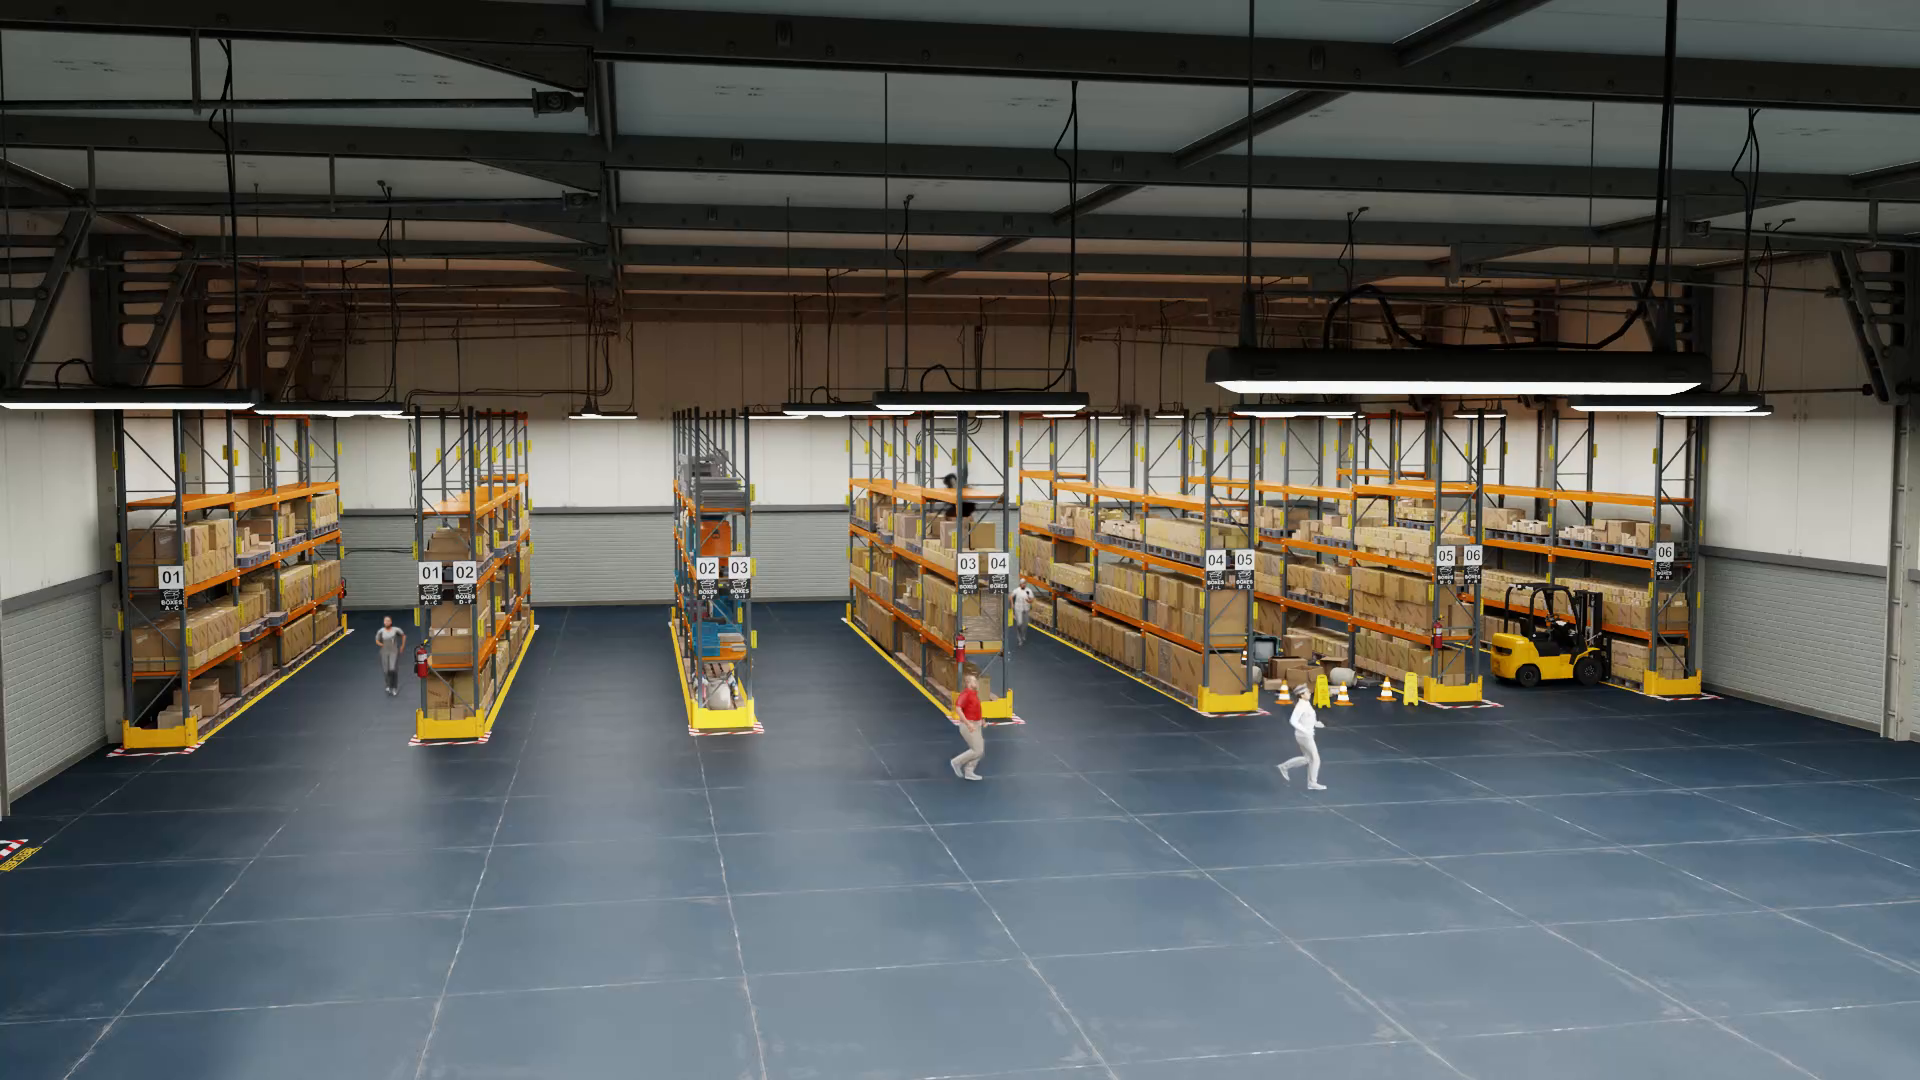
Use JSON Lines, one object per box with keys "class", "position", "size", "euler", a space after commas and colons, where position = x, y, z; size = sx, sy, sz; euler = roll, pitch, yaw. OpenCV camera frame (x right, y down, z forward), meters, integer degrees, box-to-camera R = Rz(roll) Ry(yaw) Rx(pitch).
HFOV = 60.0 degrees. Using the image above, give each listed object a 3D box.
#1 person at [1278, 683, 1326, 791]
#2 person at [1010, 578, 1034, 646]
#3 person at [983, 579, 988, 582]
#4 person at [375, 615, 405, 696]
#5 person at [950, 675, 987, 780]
{"class": "person", "position": [5.336, 3.049, 25.888], "size": [0.748, 1.660, 0.625], "euler": [1, 4, 18]}
{"class": "person", "position": [1.612, 1.841, 42.832], "size": [0.587, 1.711, 0.802], "euler": [-1, 4, -11]}
{"class": "person", "position": [0.393, 1.447, 48.239], "size": [0.794, 1.700, 0.571], "euler": [2, 5, 30]}
{"class": "person", "position": [-11.940, 2.427, 34.834], "size": [0.576, 1.714, 0.705], "euler": [-1, 4, -10]}
{"class": "person", "position": [0.138, 2.995, 26.558], "size": [0.548, 1.689, 0.658], "euler": [1, 4, 15]}
